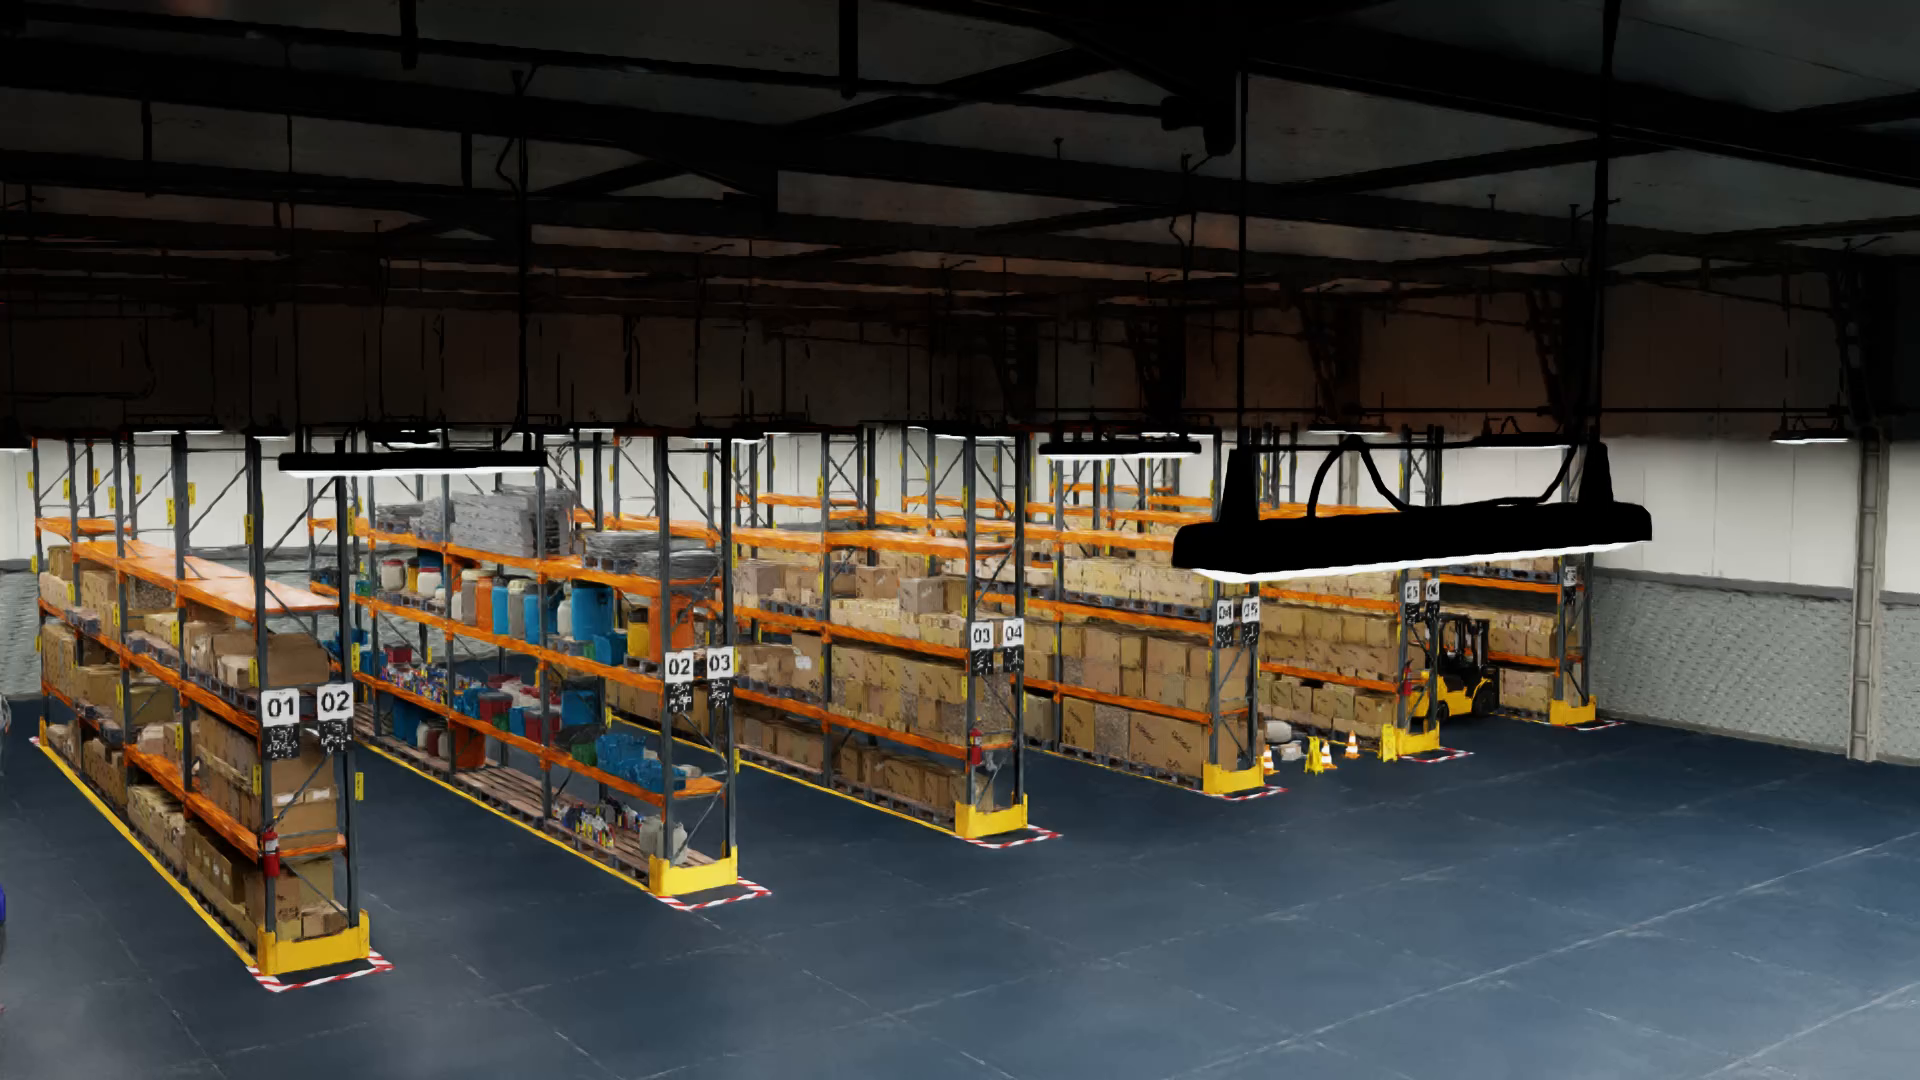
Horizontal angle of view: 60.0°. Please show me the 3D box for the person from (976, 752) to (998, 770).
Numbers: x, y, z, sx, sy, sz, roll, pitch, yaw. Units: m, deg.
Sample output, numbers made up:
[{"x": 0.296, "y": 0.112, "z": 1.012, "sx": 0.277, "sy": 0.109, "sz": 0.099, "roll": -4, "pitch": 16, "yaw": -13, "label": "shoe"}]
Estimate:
[{"x": 0.436, "y": 3.121, "z": 29.334, "sx": 0.618, "sy": 1.783, "sz": 0.457, "roll": 2, "pitch": 5, "yaw": 23, "label": "person"}]

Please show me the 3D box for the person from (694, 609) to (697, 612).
[{"x": -6.750, "y": 2.256, "z": 41.028, "sx": 0.603, "sy": 1.728, "sz": 0.939, "roll": -2, "pitch": 5, "yaw": -20, "label": "person"}]

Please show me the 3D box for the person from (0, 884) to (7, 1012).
[{"x": -10.259, "y": 4.147, "z": 17.300, "sx": 0.488, "sy": 1.651, "sz": 0.637, "roll": 1, "pitch": 5, "yaw": 12, "label": "person"}]

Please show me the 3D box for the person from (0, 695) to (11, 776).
[{"x": -16.643, "y": 3.238, "z": 28.521, "sx": 0.676, "sy": 1.726, "sz": 0.574, "roll": -4, "pitch": 6, "yaw": -38, "label": "person"}]

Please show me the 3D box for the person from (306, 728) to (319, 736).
[{"x": -10.133, "y": 3.445, "z": 25.878, "sx": 0.547, "sy": 1.680, "sz": 0.436, "roll": 2, "pitch": 5, "yaw": 28, "label": "person"}]
